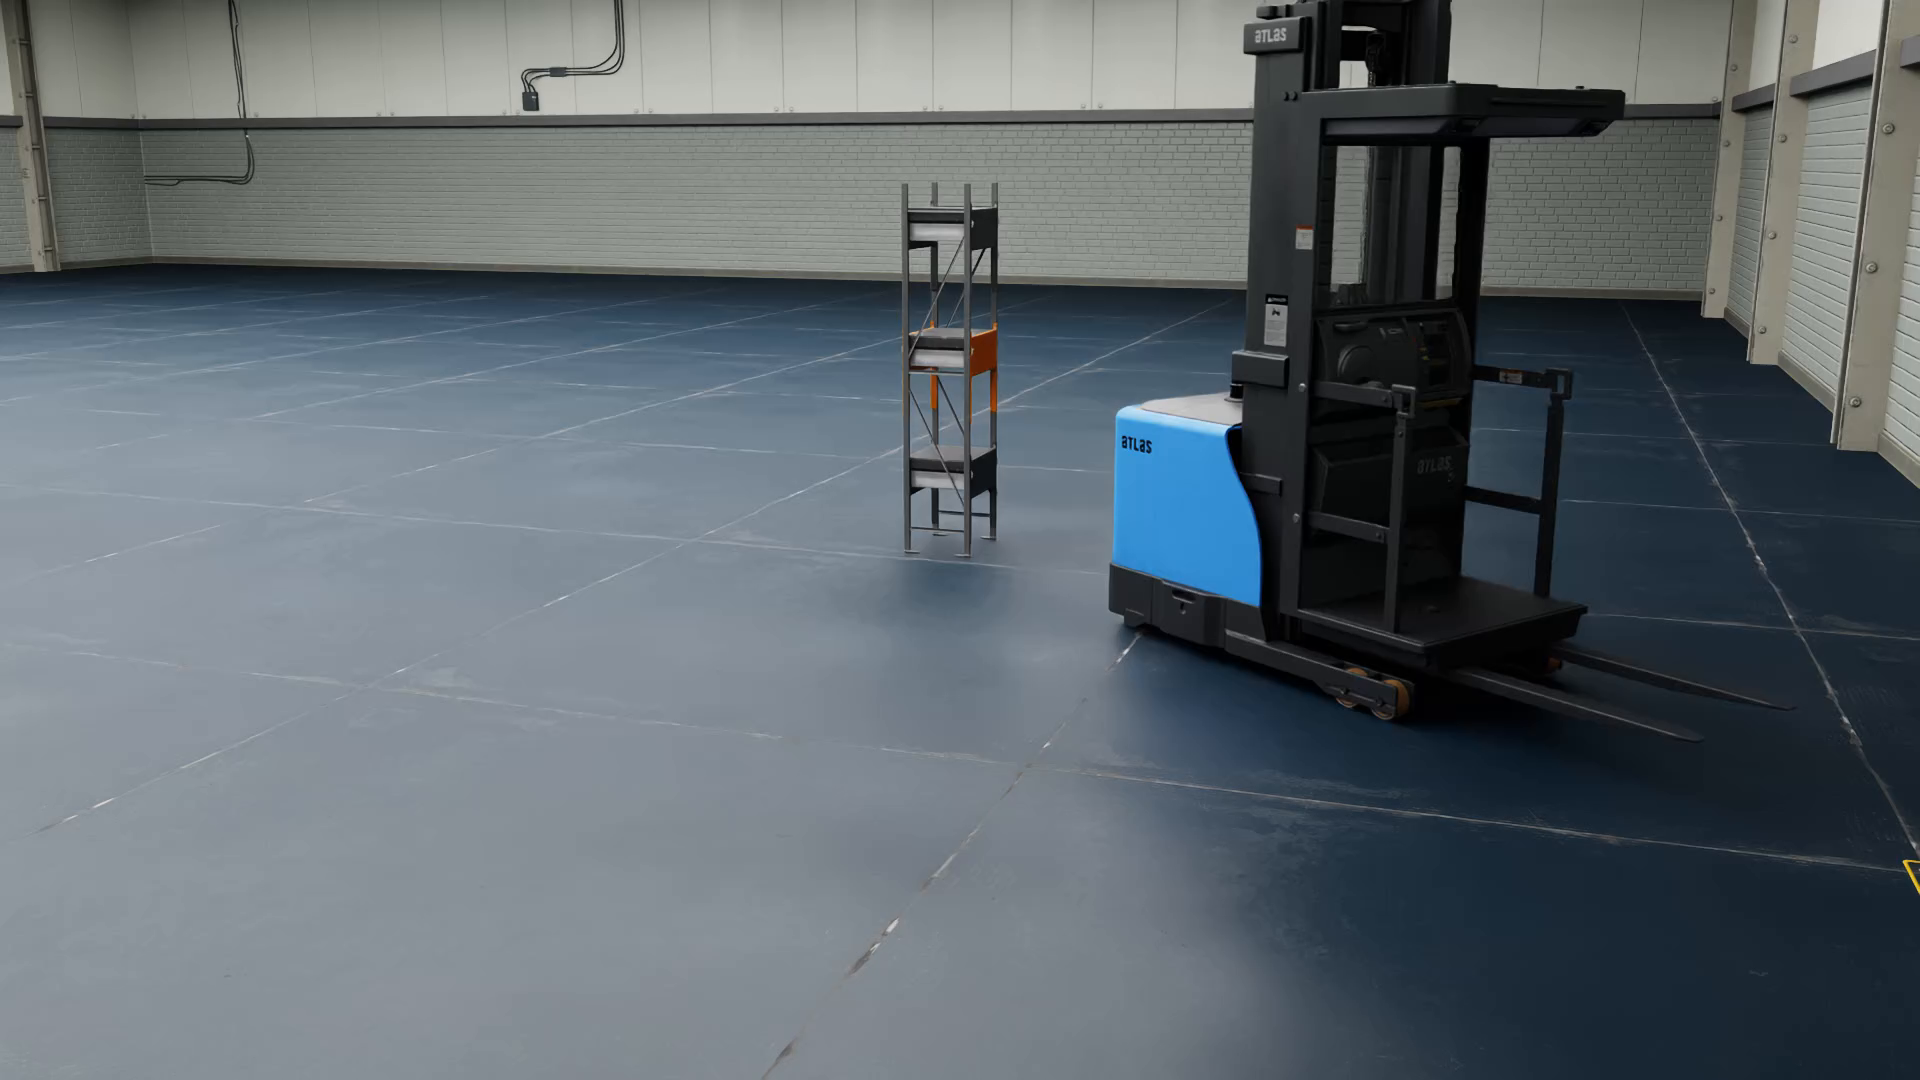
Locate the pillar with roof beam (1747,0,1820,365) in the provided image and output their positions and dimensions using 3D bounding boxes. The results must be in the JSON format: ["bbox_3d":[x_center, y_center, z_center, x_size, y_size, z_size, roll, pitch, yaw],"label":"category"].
[{"bbox_3d":[4.997,-6.702,19.128,9.100,9.000,0.400,4,14,18],"label":"pillar with roof beam"}]

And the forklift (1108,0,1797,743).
[{"bbox_3d":[1.994,-0.817,6.980,1.130,2.935,3.031,-9,16,-35],"label":"forklift"}]

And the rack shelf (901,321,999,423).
[{"bbox_3d":[-0.054,-0.976,9.605,0.431,0.518,0.480,4,14,18],"label":"rack shelf"}]

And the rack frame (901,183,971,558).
[{"bbox_3d":[-0.133,-0.937,9.376,0.400,2.100,0.015,4,14,18],"label":"rack frame"}]

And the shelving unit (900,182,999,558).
[{"bbox_3d":[-0.054,-0.989,9.602,0.431,2.100,0.503,4,14,18],"label":"shelving unit"}]

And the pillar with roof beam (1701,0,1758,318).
[{"bbox_3d":[6.938,-7.965,24.663,9.100,9.000,0.400,4,14,18],"label":"pillar with roof beam"}]

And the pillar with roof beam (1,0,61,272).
[{"bbox_3d":[-14.720,-9.613,31.883,9.100,9.000,0.400,4,14,18],"label":"pillar with roof beam"}]

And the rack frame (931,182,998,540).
[{"bbox_3d":[0.025,-1.040,9.827,0.400,2.100,0.015,4,14,18],"label":"rack frame"}]

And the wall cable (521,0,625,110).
[{"bbox_3d":[-7.612,-11.419,32.154,2.305,6.003,0.169,4,14,18],"label":"wall cable"}]

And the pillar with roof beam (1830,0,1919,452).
[{"bbox_3d":[3.056,-5.439,13.593,9.100,9.000,0.400,4,14,18],"label":"pillar with roof beam"}]

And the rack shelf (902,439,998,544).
[{"bbox_3d":[-0.054,-0.293,9.760,0.431,0.518,0.480,4,14,18],"label":"rack shelf"}]

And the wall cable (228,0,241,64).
[{"bbox_3d":[-14.029,-11.202,34.472,3.097,2.526,0.112,4,14,18],"label":"wall cable"}]

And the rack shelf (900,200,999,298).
[{"bbox_3d":[-0.054,-1.658,9.449,0.431,0.518,0.480,4,14,18],"label":"rack shelf"}]

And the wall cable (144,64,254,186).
[{"bbox_3d":[-16.589,-8.934,35.887,3.097,2.526,0.112,4,14,18],"label":"wall cable"}]
